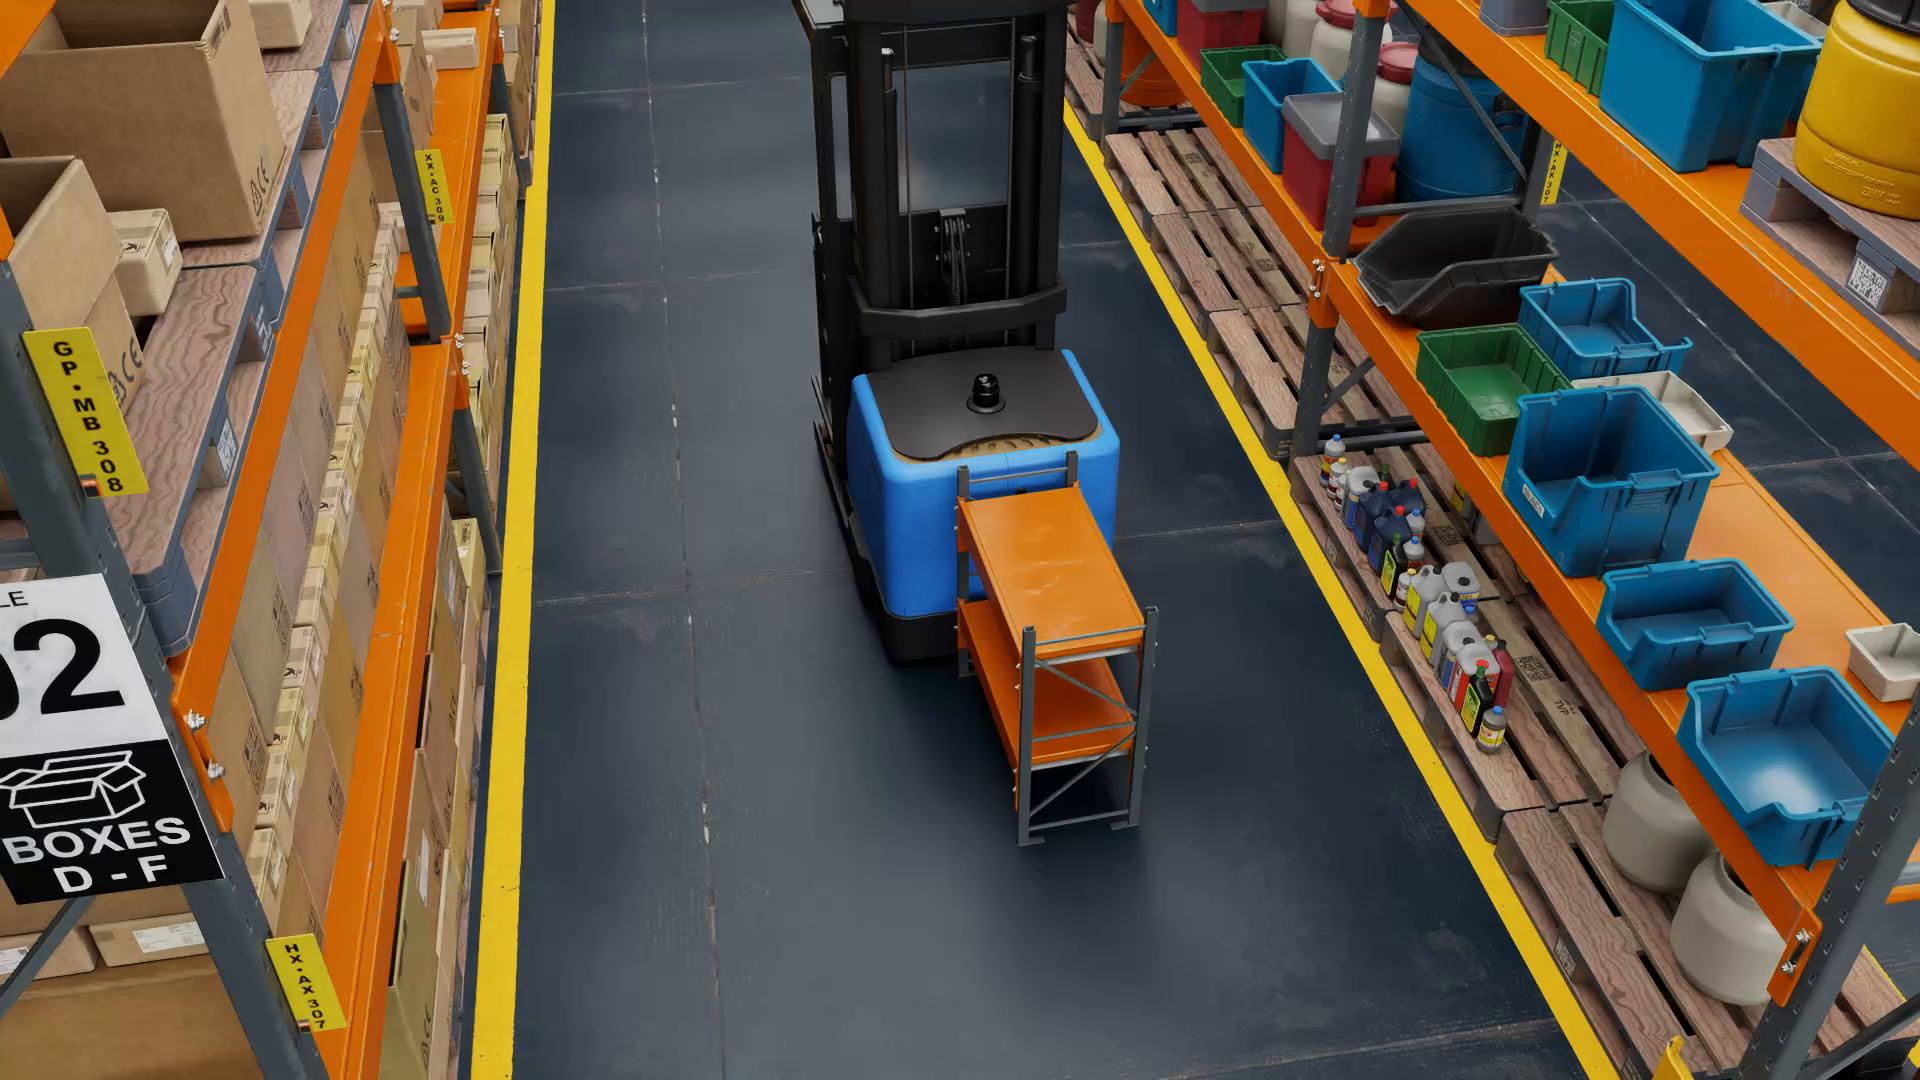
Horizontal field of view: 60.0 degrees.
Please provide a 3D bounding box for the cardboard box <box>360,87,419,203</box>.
[{"bbox_3d":[-2.900,-1.828,7.977,0.500,0.500,0.500,-4,38,-5],"label":"cardboard box"}]

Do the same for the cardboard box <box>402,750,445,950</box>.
[{"bbox_3d":[-2.053,1.085,5.597,0.500,0.500,0.500,-6,38,-8],"label":"cardboard box"}]

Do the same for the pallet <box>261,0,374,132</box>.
[{"bbox_3d":[-2.515,-1.642,5.446,1.003,0.211,1.213,-6,38,-8],"label":"pallet"}]

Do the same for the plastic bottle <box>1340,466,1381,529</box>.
[{"bbox_3d":[1.896,-0.202,7.826,0.152,0.276,0.135,-5,38,-6],"label":"plastic bottle"}]

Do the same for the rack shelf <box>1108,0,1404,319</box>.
[{"bbox_3d":[1.837,-2.459,9.457,1.077,0.370,4.000,-6,38,-8],"label":"rack shelf"}]

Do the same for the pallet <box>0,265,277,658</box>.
[{"bbox_3d":[-2.087,-0.169,3.549,1.003,0.211,1.213,-6,38,-8],"label":"pallet"}]

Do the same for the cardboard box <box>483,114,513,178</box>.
[{"bbox_3d":[-3.057,-2.433,10.278,0.500,0.311,0.500,-5,38,-7],"label":"cardboard box"}]

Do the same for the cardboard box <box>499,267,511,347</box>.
[{"bbox_3d":[-2.786,-1.284,9.257,0.500,0.250,0.500,-6,38,-7],"label":"cardboard box"}]

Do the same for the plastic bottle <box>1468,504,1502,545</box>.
[{"bbox_3d":[2.477,-0.129,7.732,0.152,0.276,0.135,-6,38,-8],"label":"plastic bottle"}]

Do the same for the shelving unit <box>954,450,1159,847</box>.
[{"bbox_3d":[0.352,0.424,6.688,0.538,1.125,1.048,-8,39,-10],"label":"shelving unit"}]

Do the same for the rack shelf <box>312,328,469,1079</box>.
[{"bbox_3d":[-2.339,0.487,5.664,1.077,0.370,4.000,-6,38,-8],"label":"rack shelf"}]

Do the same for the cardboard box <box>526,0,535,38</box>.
[{"bbox_3d":[-3.558,-4.154,12.731,0.500,0.500,0.500,-6,38,-7],"label":"cardboard box"}]

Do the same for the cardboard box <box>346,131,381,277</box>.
[{"bbox_3d":[-2.606,-1.290,6.226,0.700,0.500,0.500,-6,38,-8],"label":"cardboard box"}]

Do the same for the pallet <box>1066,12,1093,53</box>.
[{"bbox_3d":[1.097,-4.057,13.201,1.003,0.211,1.213,-6,38,-8],"label":"pallet"}]

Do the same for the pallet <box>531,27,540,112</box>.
[{"bbox_3d":[-3.695,-3.510,12.496,1.003,0.211,1.213,-6,38,-8],"label":"pallet"}]

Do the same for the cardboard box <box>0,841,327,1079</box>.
[{"bbox_3d":[-2.058,1.088,4.223,0.700,0.500,0.500,-6,38,-8],"label":"cardboard box"}]

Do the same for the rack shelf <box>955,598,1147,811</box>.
[{"bbox_3d":[0.352,0.617,6.838,0.538,0.278,1.000,-8,39,-10],"label":"rack shelf"}]

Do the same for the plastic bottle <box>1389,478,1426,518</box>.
[{"bbox_3d":[2.063,-0.147,7.694,0.144,0.351,0.185,-6,38,-8],"label":"plastic bottle"}]

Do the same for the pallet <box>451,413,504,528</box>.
[{"bbox_3d":[-2.857,-0.345,8.422,1.003,0.211,1.213,-6,38,-8],"label":"pallet"}]

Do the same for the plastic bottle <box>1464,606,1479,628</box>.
[{"bbox_3d":[2.172,0.372,7.149,0.097,0.201,0.097,0,38,0],"label":"plastic bottle"}]

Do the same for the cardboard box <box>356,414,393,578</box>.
[{"bbox_3d":[-2.423,-0.156,5.824,0.700,0.500,0.500,-6,38,-7],"label":"cardboard box"}]

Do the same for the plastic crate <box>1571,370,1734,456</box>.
[{"bbox_3d":[2.722,-0.478,6.535,0.530,0.136,0.437,-6,38,-8],"label":"plastic crate"}]

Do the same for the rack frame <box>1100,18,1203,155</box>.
[{"bbox_3d":[1.486,-3.952,10.791,1.000,3.000,0.127,-6,38,-8],"label":"rack frame"}]

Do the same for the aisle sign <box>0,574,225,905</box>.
[{"bbox_3d":[-1.675,0.391,3.083,0.394,0.787,0.004,-6,38,-8],"label":"aisle sign"}]

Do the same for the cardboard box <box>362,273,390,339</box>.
[{"bbox_3d":[-2.341,-0.852,6.191,0.380,0.149,0.250,-7,38,-9],"label":"cardboard box"}]

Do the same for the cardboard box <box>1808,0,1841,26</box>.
[{"bbox_3d":[6.262,-4.230,12.539,1.225,0.875,0.875,-8,39,-10],"label":"cardboard box"}]

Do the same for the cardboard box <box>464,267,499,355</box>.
[{"bbox_3d":[-2.691,-1.198,8.689,0.500,0.311,0.500,-7,38,-9],"label":"cardboard box"}]

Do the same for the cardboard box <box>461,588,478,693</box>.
[{"bbox_3d":[-2.315,0.475,6.993,0.500,0.250,0.500,-6,38,-8],"label":"cardboard box"}]

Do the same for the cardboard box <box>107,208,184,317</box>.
[{"bbox_3d":[-2.021,-0.625,3.813,0.380,0.149,0.250,-6,38,-8],"label":"cardboard box"}]

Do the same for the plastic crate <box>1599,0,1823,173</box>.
[{"bbox_3d":[2.258,-1.417,5.097,0.392,0.384,0.575,-6,38,-8],"label":"plastic crate"}]

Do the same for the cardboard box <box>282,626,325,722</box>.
[{"bbox_3d":[-1.978,0.392,4.590,0.380,0.149,0.250,-7,38,-9],"label":"cardboard box"}]

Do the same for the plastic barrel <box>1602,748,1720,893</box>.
[{"bbox_3d":[2.611,1.005,6.097,0.421,0.512,0.421,0,38,0],"label":"plastic barrel"}]

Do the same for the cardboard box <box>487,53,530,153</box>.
[{"bbox_3d":[-3.189,-2.913,11.134,0.500,0.500,0.500,-5,38,-6],"label":"cardboard box"}]

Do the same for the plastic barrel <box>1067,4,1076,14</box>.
[{"bbox_3d":[0.999,-4.442,13.108,0.421,0.512,0.421,0,38,0],"label":"plastic barrel"}]

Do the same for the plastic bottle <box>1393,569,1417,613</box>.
[{"bbox_3d":[1.980,0.215,7.350,0.097,0.201,0.097,0,38,0],"label":"plastic bottle"}]

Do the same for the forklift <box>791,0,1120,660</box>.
[{"bbox_3d":[-0.143,-1.534,7.735,1.130,2.935,3.031,-8,39,-10],"label":"forklift"}]

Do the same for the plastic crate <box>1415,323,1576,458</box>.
[{"bbox_3d":[2.148,-0.602,6.652,0.450,0.188,0.662,-6,38,-8],"label":"plastic crate"}]

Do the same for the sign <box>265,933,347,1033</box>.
[{"bbox_3d":[-1.441,0.982,3.671,0.100,0.325,0.005,-6,38,-8],"label":"sign"}]

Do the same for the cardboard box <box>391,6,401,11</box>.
[{"bbox_3d":[-3.425,-2.825,9.414,0.500,0.311,0.500,-7,38,-8],"label":"cardboard box"}]

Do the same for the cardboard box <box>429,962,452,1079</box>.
[{"bbox_3d":[-1.955,1.682,5.439,0.500,0.250,0.500,-6,38,-8],"label":"cardboard box"}]

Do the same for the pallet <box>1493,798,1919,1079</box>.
[{"bbox_3d":[2.692,1.450,6.112,1.003,0.211,1.213,-6,38,-8],"label":"pallet"}]

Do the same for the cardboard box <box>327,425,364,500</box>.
[{"bbox_3d":[-2.160,-0.232,5.394,0.380,0.149,0.250,-5,38,-6],"label":"cardboard box"}]

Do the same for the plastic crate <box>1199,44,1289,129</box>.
[{"bbox_3d":[1.605,-2.473,9.061,0.450,0.188,0.662,-6,38,-8],"label":"plastic crate"}]

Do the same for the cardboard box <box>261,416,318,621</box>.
[{"bbox_3d":[-2.254,-0.078,4.666,0.700,0.500,0.500,-6,38,-8],"label":"cardboard box"}]

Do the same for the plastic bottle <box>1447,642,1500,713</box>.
[{"bbox_3d":[2.118,0.565,6.839,0.152,0.276,0.135,-6,38,-8],"label":"plastic bottle"}]

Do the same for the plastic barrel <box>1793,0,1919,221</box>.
[{"bbox_3d":[2.564,-1.219,4.334,0.600,0.588,0.600,0,38,0],"label":"plastic barrel"}]

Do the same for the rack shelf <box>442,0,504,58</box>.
[{"bbox_3d":[-3.741,-4.345,11.884,1.077,0.370,4.000,-6,38,-8],"label":"rack shelf"}]

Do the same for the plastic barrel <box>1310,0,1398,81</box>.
[{"bbox_3d":[2.107,-2.634,8.984,0.433,0.535,0.433,0,38,0],"label":"plastic barrel"}]
